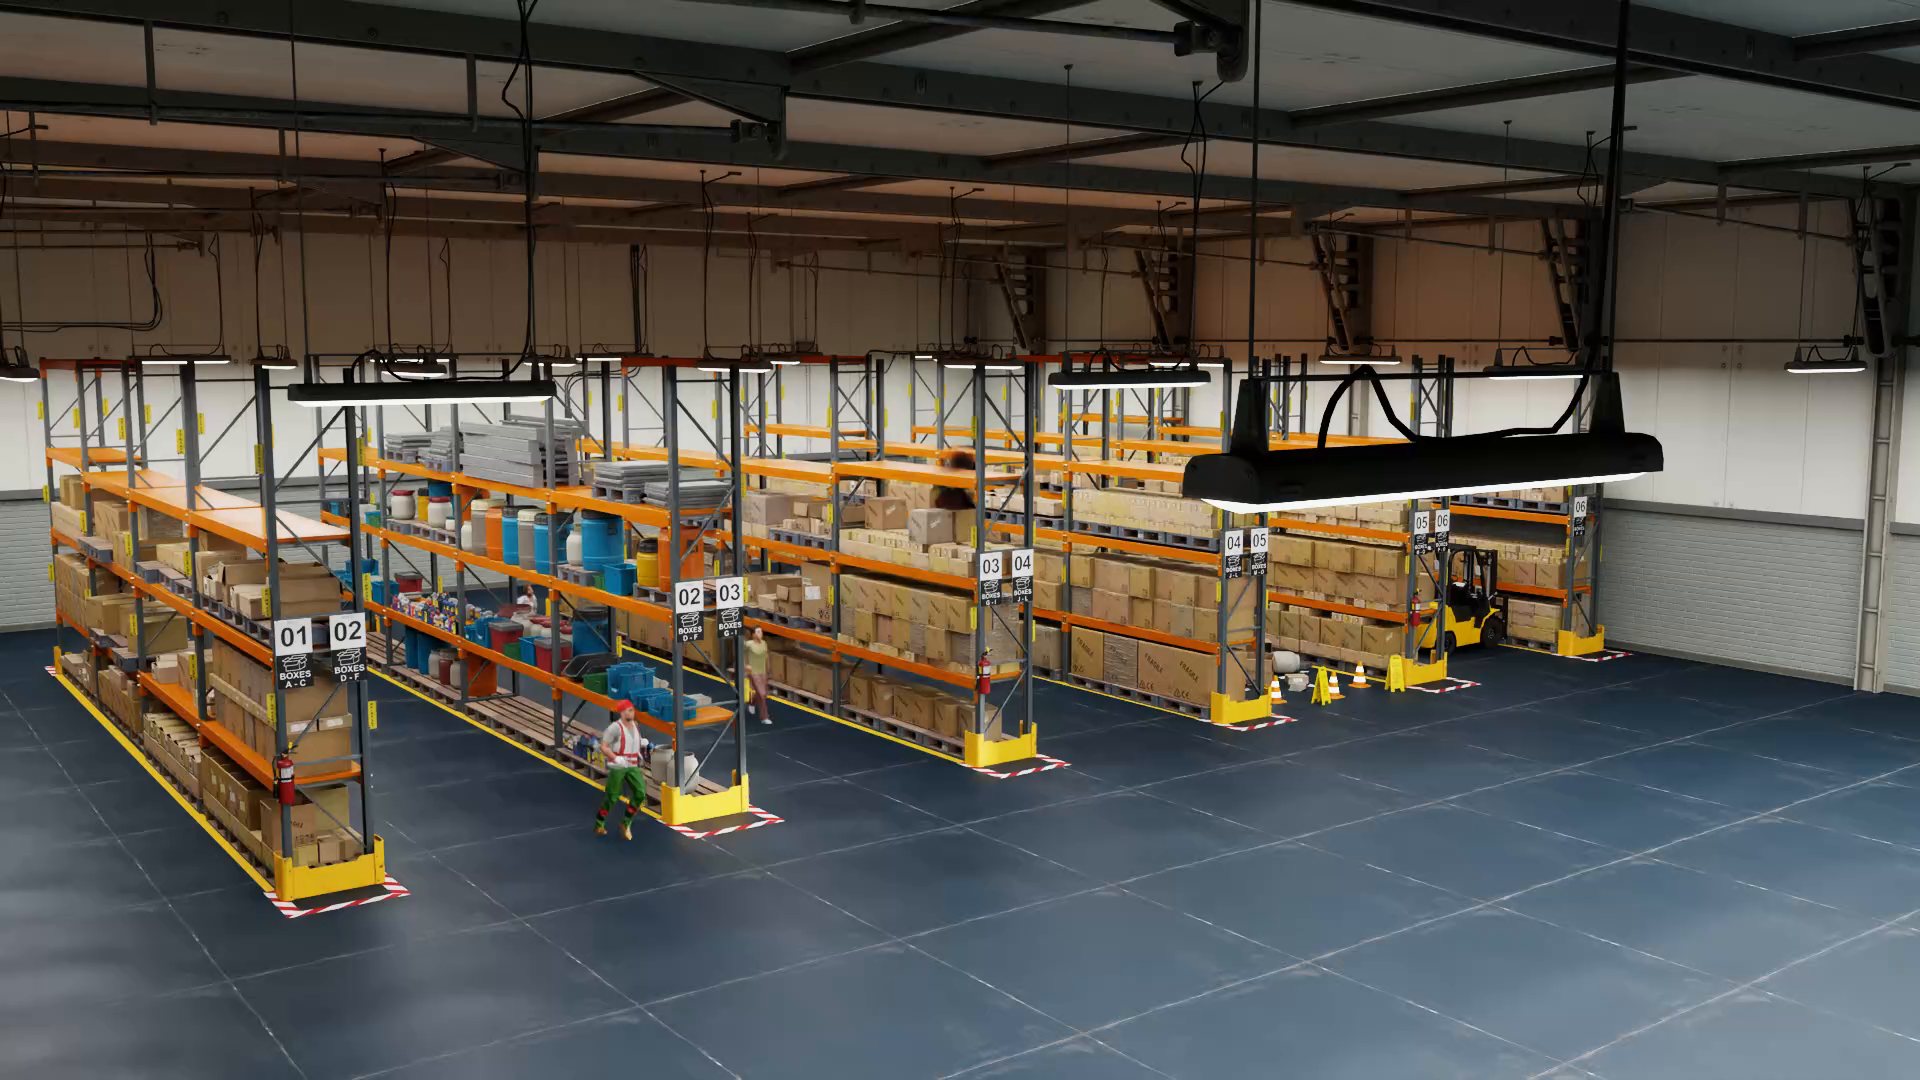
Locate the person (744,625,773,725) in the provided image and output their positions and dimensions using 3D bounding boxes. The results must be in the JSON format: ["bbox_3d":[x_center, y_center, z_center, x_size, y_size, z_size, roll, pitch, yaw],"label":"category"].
[{"bbox_3d":[-3.390,2.214,27.575,0.609,1.638,0.783,-7,10,-44],"label":"person"}]

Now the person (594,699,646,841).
[{"bbox_3d":[-4.296,2.921,21.270,0.650,1.775,0.719,6,9,39],"label":"person"}]

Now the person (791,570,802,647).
[{"bbox_3d":[-3.324,1.437,34.125,0.627,1.661,0.546,-7,10,-44],"label":"person"}]

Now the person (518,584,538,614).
[{"bbox_3d":[-8.451,1.653,32.528,0.521,1.584,0.717,-6,9,-41],"label":"person"}]
